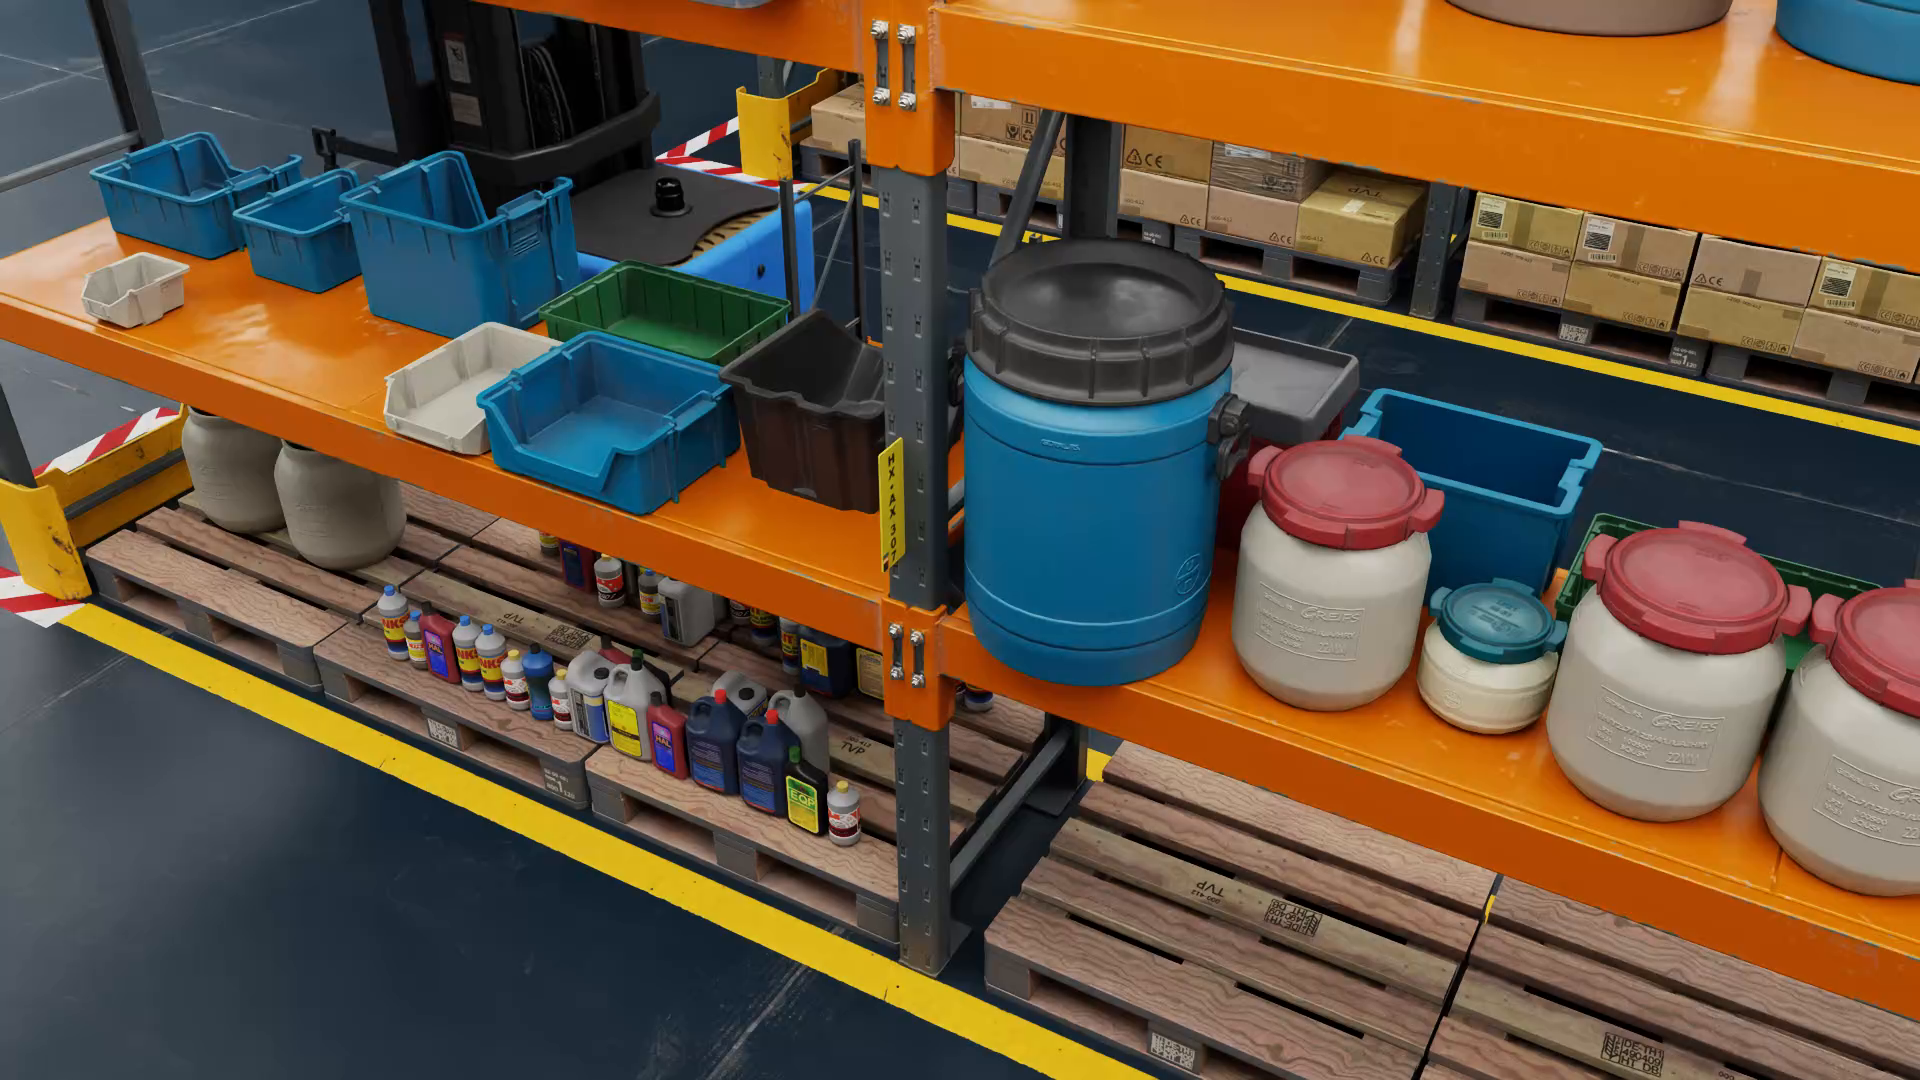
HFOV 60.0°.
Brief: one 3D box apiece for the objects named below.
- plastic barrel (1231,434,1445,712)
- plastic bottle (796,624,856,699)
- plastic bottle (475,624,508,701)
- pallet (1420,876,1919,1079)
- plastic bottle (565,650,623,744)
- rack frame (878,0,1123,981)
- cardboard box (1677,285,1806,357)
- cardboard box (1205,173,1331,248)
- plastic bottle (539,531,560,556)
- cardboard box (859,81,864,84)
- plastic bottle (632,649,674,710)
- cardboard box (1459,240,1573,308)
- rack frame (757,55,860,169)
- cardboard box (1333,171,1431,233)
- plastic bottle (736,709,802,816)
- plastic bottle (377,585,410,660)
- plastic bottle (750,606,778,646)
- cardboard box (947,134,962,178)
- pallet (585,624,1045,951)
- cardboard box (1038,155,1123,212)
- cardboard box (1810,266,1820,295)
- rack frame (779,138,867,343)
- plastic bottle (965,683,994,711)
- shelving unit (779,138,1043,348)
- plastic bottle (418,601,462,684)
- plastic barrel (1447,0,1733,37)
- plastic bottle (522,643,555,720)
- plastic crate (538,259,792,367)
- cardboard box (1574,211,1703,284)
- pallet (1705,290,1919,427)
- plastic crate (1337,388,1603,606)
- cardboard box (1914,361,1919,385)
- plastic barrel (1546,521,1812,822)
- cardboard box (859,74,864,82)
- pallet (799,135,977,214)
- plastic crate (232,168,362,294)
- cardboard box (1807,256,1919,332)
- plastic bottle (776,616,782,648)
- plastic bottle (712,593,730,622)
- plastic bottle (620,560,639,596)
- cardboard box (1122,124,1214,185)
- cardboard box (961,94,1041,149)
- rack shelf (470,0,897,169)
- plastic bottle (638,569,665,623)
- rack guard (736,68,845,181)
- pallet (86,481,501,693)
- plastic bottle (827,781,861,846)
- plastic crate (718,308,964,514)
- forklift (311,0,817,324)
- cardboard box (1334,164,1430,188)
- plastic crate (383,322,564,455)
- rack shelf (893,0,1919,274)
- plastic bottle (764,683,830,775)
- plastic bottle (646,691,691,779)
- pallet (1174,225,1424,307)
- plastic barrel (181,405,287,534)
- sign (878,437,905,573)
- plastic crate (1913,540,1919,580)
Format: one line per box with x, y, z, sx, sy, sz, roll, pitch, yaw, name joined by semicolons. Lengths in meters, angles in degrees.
0.845;0.086;3.792;0.433;0.535;0.433;0;34;0;plastic barrel
-0.444;0.341;5.525;0.185;0.351;0.144;18;37;24;plastic bottle
-1.546;0.396;5.513;0.097;0.271;0.097;0;34;0;plastic bottle
1.887;1.467;4.357;1.213;0.211;1.003;18;37;24;pallet
-1.165;0.498;5.357;0.135;0.276;0.152;18;38;25;plastic bottle
0.123;-0.226;4.384;0.127;3.000;1.000;18;37;24;rack frame
3.705;-1.127;7.838;0.500;0.250;0.500;16;37;23;cardboard box
1.644;-1.804;8.854;0.500;0.250;0.500;18;37;24;cardboard box
-1.538;-0.051;6.247;0.097;0.201;0.097;0;34;0;plastic bottle
-0.277;-2.734;10.251;0.500;0.250;0.500;18;37;24;cardboard box
-0.998;0.485;5.369;0.133;0.283;0.061;18;37;24;plastic bottle
2.811;-1.409;8.262;0.500;0.250;0.500;17;37;23;cardboard box
-0.889;-3.709;9.614;0.127;3.000;1.000;18;37;24;rack frame
2.332;-1.913;9.018;0.500;0.250;0.500;18;37;24;cardboard box
-0.579;0.655;5.053;0.185;0.351;0.144;17;37;23;plastic bottle
-1.930;0.275;5.696;0.097;0.271;0.097;0;34;0;plastic bottle
-0.682;0.230;5.763;0.097;0.271;0.097;0;34;0;plastic bottle
-0.098;-2.349;9.673;0.500;0.250;0.500;18;37;24;cardboard box
-0.439;0.730;5.464;1.213;0.211;1.003;18;37;24;pallet
0.768;-2.071;9.256;0.500;0.250;0.500;18;37;24;cardboard box
4.412;-1.244;8.013;0.500;0.250;0.500;18;38;25;cardboard box
-0.515;-0.788;6.579;0.032;1.500;0.500;18;37;24;rack frame
0.064;0.428;5.466;0.097;0.271;0.097;0;34;0;plastic bottle
-0.066;-0.645;6.366;1.083;1.500;0.587;18;37;24;shelving unit
-1.743;0.341;5.586;0.133;0.283;0.061;18;38;25;plastic bottle
1.240;-1.468;3.090;0.600;0.901;0.600;0;34;0;plastic barrel
-1.370;0.452;5.429;0.097;0.271;0.097;0;34;0;plastic bottle
-0.916;-0.647;5.207;0.662;0.188;0.450;18;37;24;plastic crate
3.251;-1.499;7.891;0.500;0.311;0.500;17;37;24;cardboard box
4.306;-0.929;7.955;1.213;0.211;1.003;18;37;24;pallet
1.235;-0.066;4.157;0.575;0.384;0.392;18;37;24;plastic crate
4.595;-0.846;7.416;0.500;0.250;0.500;18;38;25;cardboard box
1.482;0.288;3.489;0.433;0.535;0.433;0;34;0;plastic barrel
-0.276;-3.047;10.045;0.500;0.500;0.500;18;37;24;cardboard box
-0.204;-2.358;10.101;1.213;0.211;1.003;18;37;24;pallet
-2.206;-1.089;5.814;0.408;0.251;0.499;18;37;24;plastic crate
4.155;-1.217;7.467;0.500;0.311;0.500;19;38;26;cardboard box
-0.536;0.220;5.707;0.185;0.351;0.144;16;37;22;plastic bottle
-0.905;0.103;5.883;0.185;0.351;0.144;17;37;24;plastic bottle
-1.212;0.039;6.046;0.135;0.276;0.152;17;37;23;plastic bottle
1.209;-2.253;8.852;0.500;0.500;0.500;18;37;24;cardboard box
0.342;-2.529;9.267;0.500;0.500;0.500;18;37;24;cardboard box
-1.613;-1.725;4.578;4.000;0.370;1.077;18;37;24;rack shelf
-1.088;0.184;5.895;0.097;0.201;0.097;0;34;0;plastic bottle
-0.910;-2.675;10.316;0.348;0.500;1.175;18;37;24;rack guard
-2.558;0.059;6.472;1.213;0.211;1.003;18;37;24;pallet
-0.347;0.806;4.962;0.097;0.201;0.097;0;34;0;plastic bottle
-0.268;-0.406;4.709;0.504;0.338;0.767;18;37;24;plastic crate
-2.147;-1.951;7.035;3.031;2.935;1.130;18;37;24;forklift
2.337;-2.230;8.817;0.500;0.500;0.500;18;37;24;cardboard box
-1.413;-0.441;4.944;0.437;0.136;0.530;18;37;24;plastic crate
1.859;-0.625;2.926;4.000;0.370;1.077;18;37;24;rack shelf
-0.508;0.585;5.158;0.185;0.351;0.144;18;37;24;plastic bottle
-0.908;0.605;5.189;0.133;0.283;0.061;20;39;27;plastic bottle
1.914;-1.687;9.093;1.213;0.211;1.003;18;37;24;pallet
-2.741;-0.321;6.392;0.421;0.512;0.421;0;34;0;plastic barrel
-0.160;-0.080;3.914;0.005;0.325;0.100;18;37;24;sign
2.345;0.255;3.602;0.583;0.464;0.402;18;37;24;plastic crate
